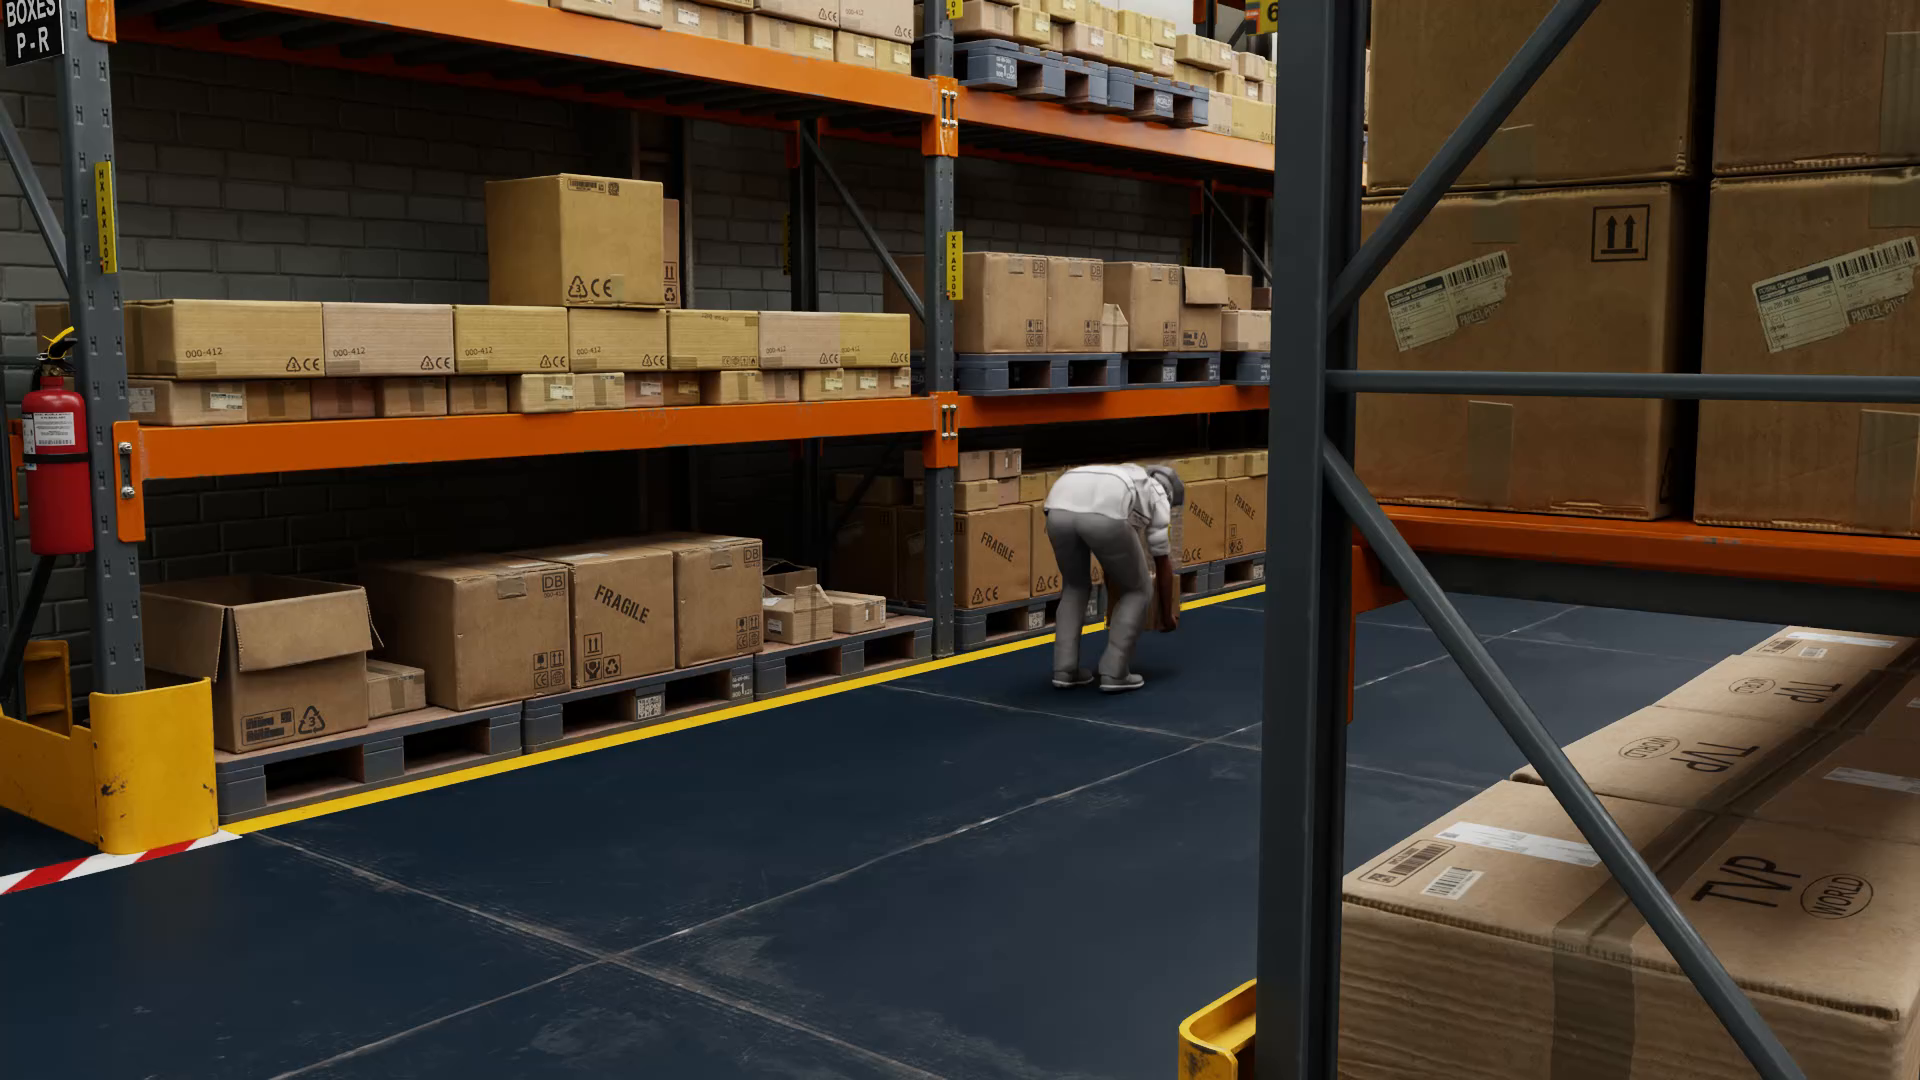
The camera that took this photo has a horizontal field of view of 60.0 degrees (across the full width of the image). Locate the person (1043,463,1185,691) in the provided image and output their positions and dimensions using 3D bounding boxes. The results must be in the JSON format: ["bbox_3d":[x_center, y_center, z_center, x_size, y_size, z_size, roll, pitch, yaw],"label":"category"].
[{"bbox_3d":[0.733,0.152,7.690,0.431,1.022,0.938,5,8,34],"label":"person"}]
